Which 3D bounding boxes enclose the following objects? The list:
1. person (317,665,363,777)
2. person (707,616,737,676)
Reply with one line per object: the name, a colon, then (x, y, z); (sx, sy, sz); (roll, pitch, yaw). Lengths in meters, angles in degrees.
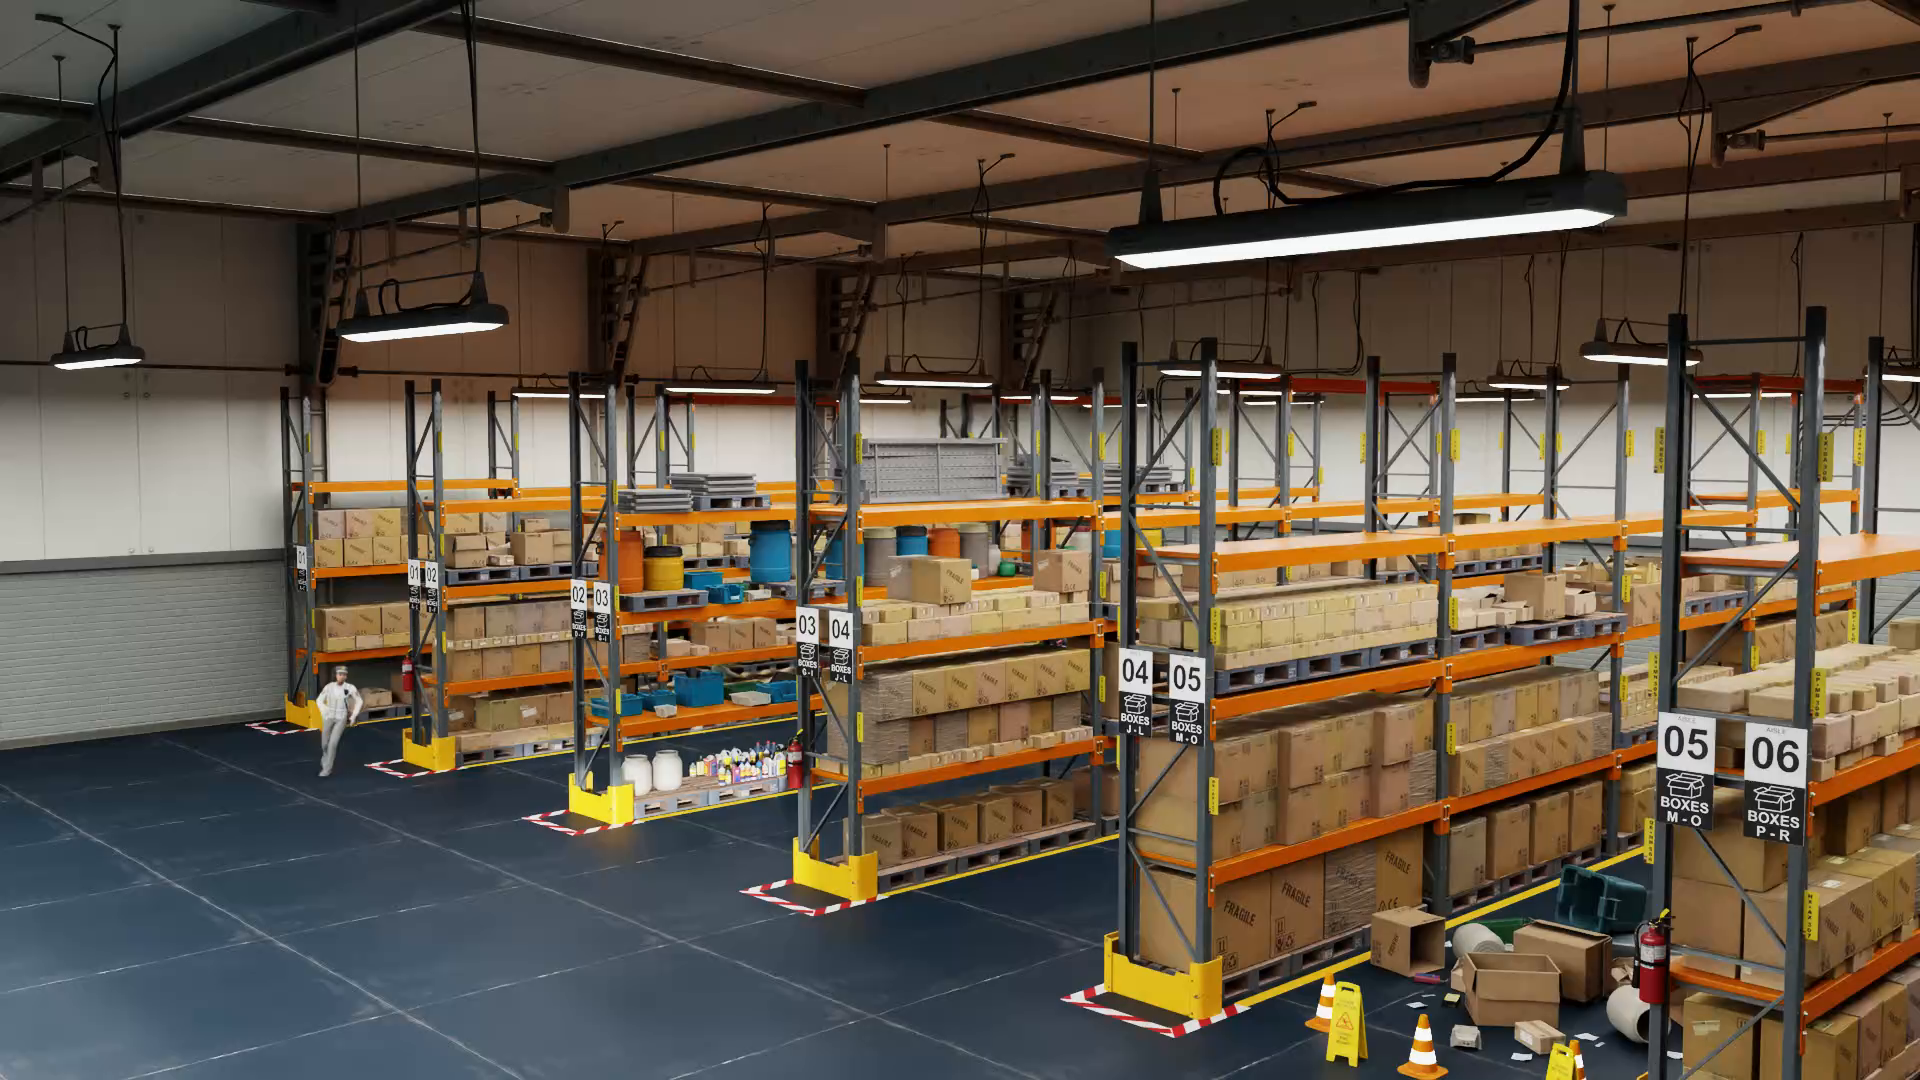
person: (-9.450, 2.722, 25.328); (0.679, 1.651, 0.728); (-1, 4, -11)
person: (-4.741, 2.174, 32.849); (0.690, 1.771, 1.042); (3, 5, 38)
